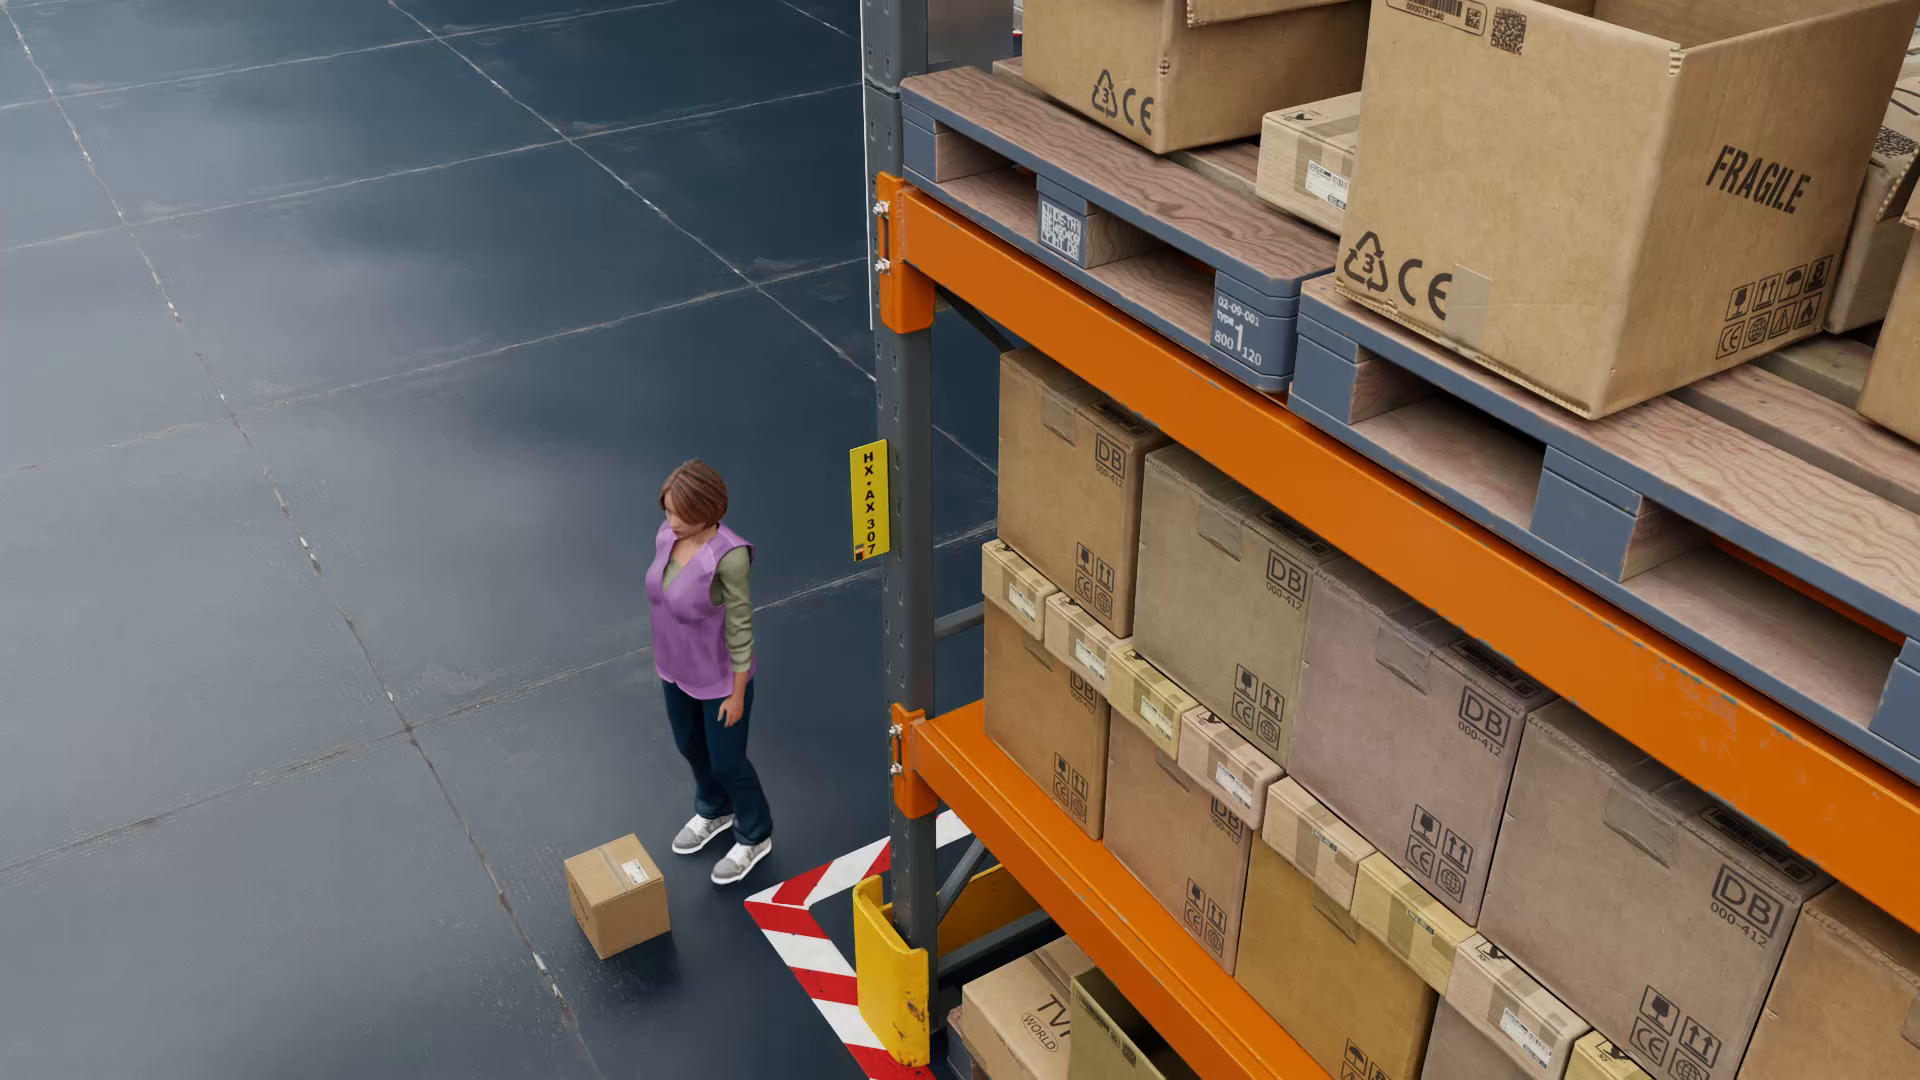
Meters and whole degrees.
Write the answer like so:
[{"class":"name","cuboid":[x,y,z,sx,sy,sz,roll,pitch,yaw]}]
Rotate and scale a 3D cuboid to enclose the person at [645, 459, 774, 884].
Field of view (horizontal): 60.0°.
[{"class":"person","cuboid":[-0.821,0.443,5.474,0.407,1.596,0.309,26,41,34]}]
